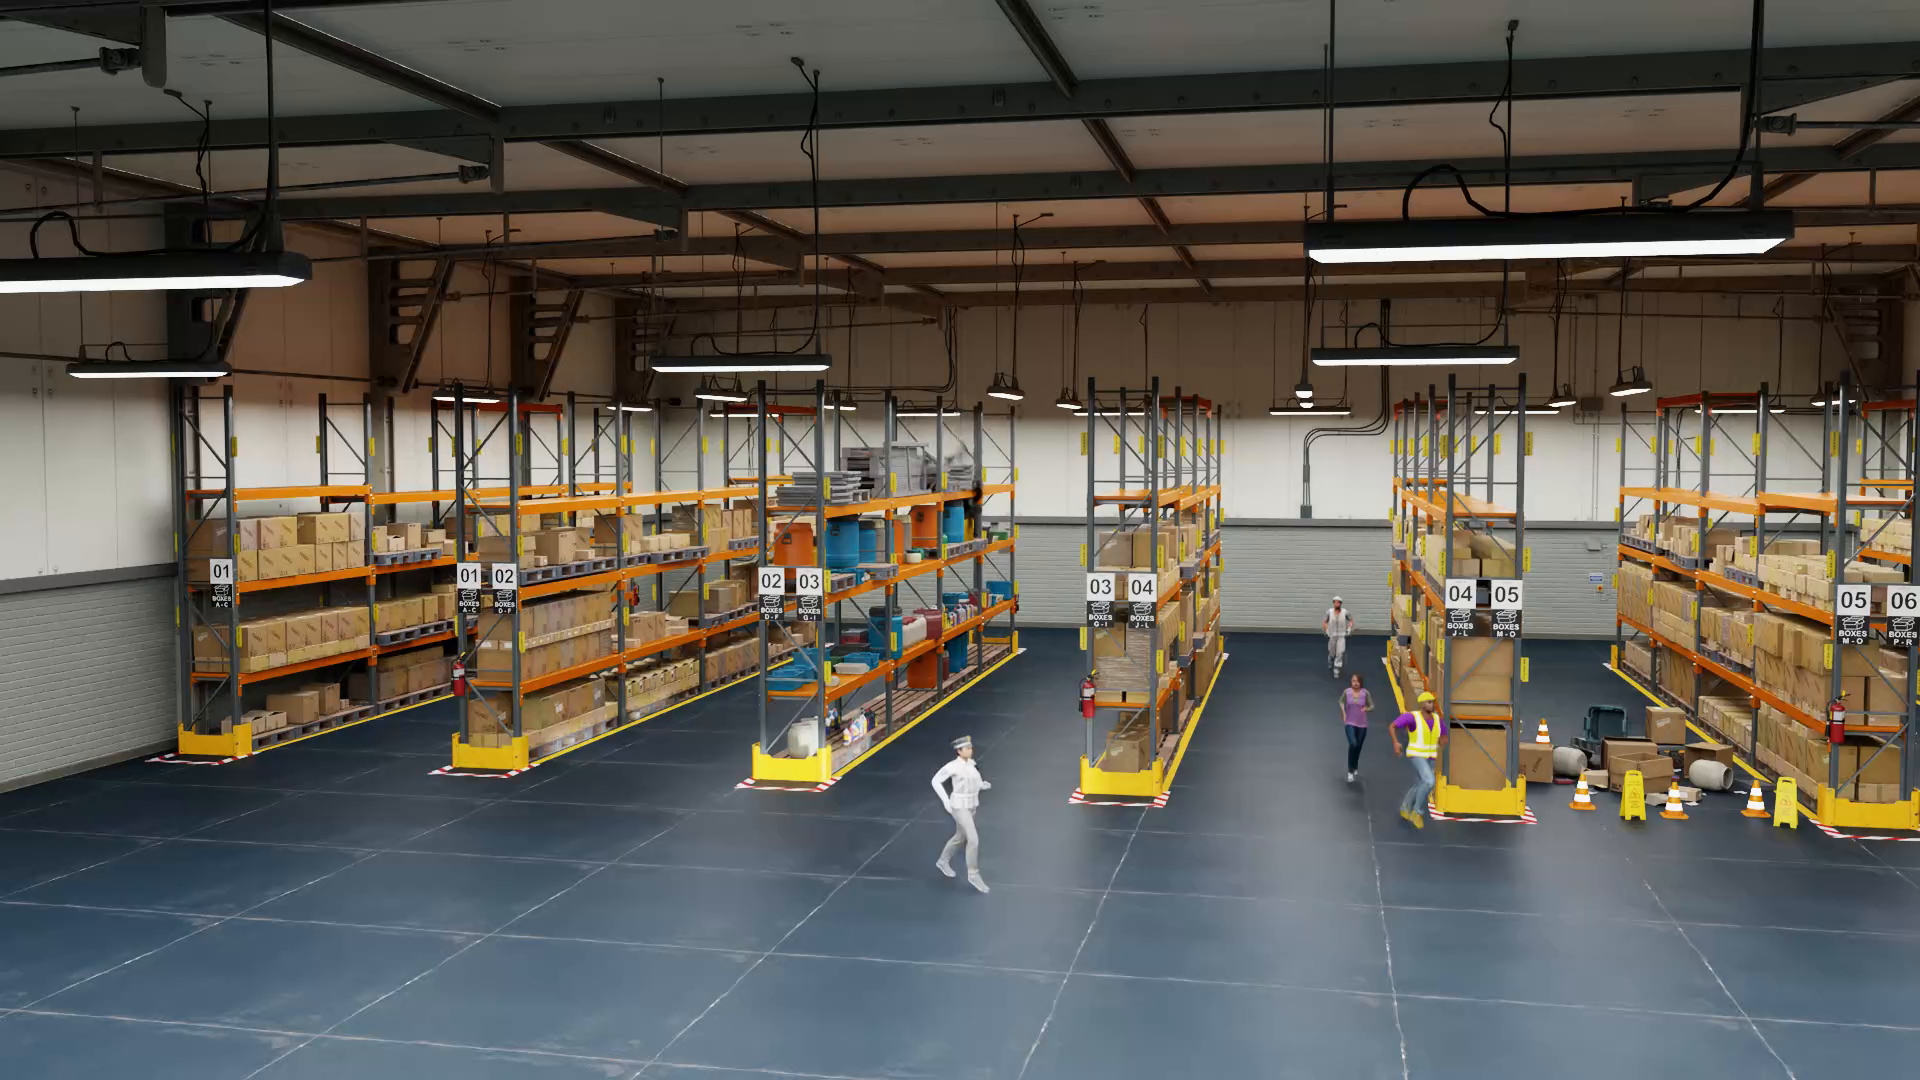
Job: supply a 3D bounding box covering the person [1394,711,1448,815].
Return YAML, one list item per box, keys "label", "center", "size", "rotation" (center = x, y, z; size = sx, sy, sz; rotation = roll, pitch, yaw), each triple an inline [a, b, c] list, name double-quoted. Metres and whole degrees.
- label: "person"
  center: [6.167, 2.971, 22.075]
  size: [0.643, 1.392, 0.679]
  rotation: [-2, 4, -30]

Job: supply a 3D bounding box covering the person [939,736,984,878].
- label: "person"
  center: [-0.003, 3.010, 18.978]
  size: [0.653, 1.595, 0.376]
  rotation: [2, 4, 33]

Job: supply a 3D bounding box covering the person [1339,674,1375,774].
- label: "person"
  center: [5.953, 2.726, 24.936]
  size: [0.505, 1.459, 0.707]
  rotation: [0, 3, 7]

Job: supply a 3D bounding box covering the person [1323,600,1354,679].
- label: "person"
  center: [8.232, 2.131, 36.206]
  size: [0.661, 1.726, 0.791]
  rotation: [1, 3, 14]
